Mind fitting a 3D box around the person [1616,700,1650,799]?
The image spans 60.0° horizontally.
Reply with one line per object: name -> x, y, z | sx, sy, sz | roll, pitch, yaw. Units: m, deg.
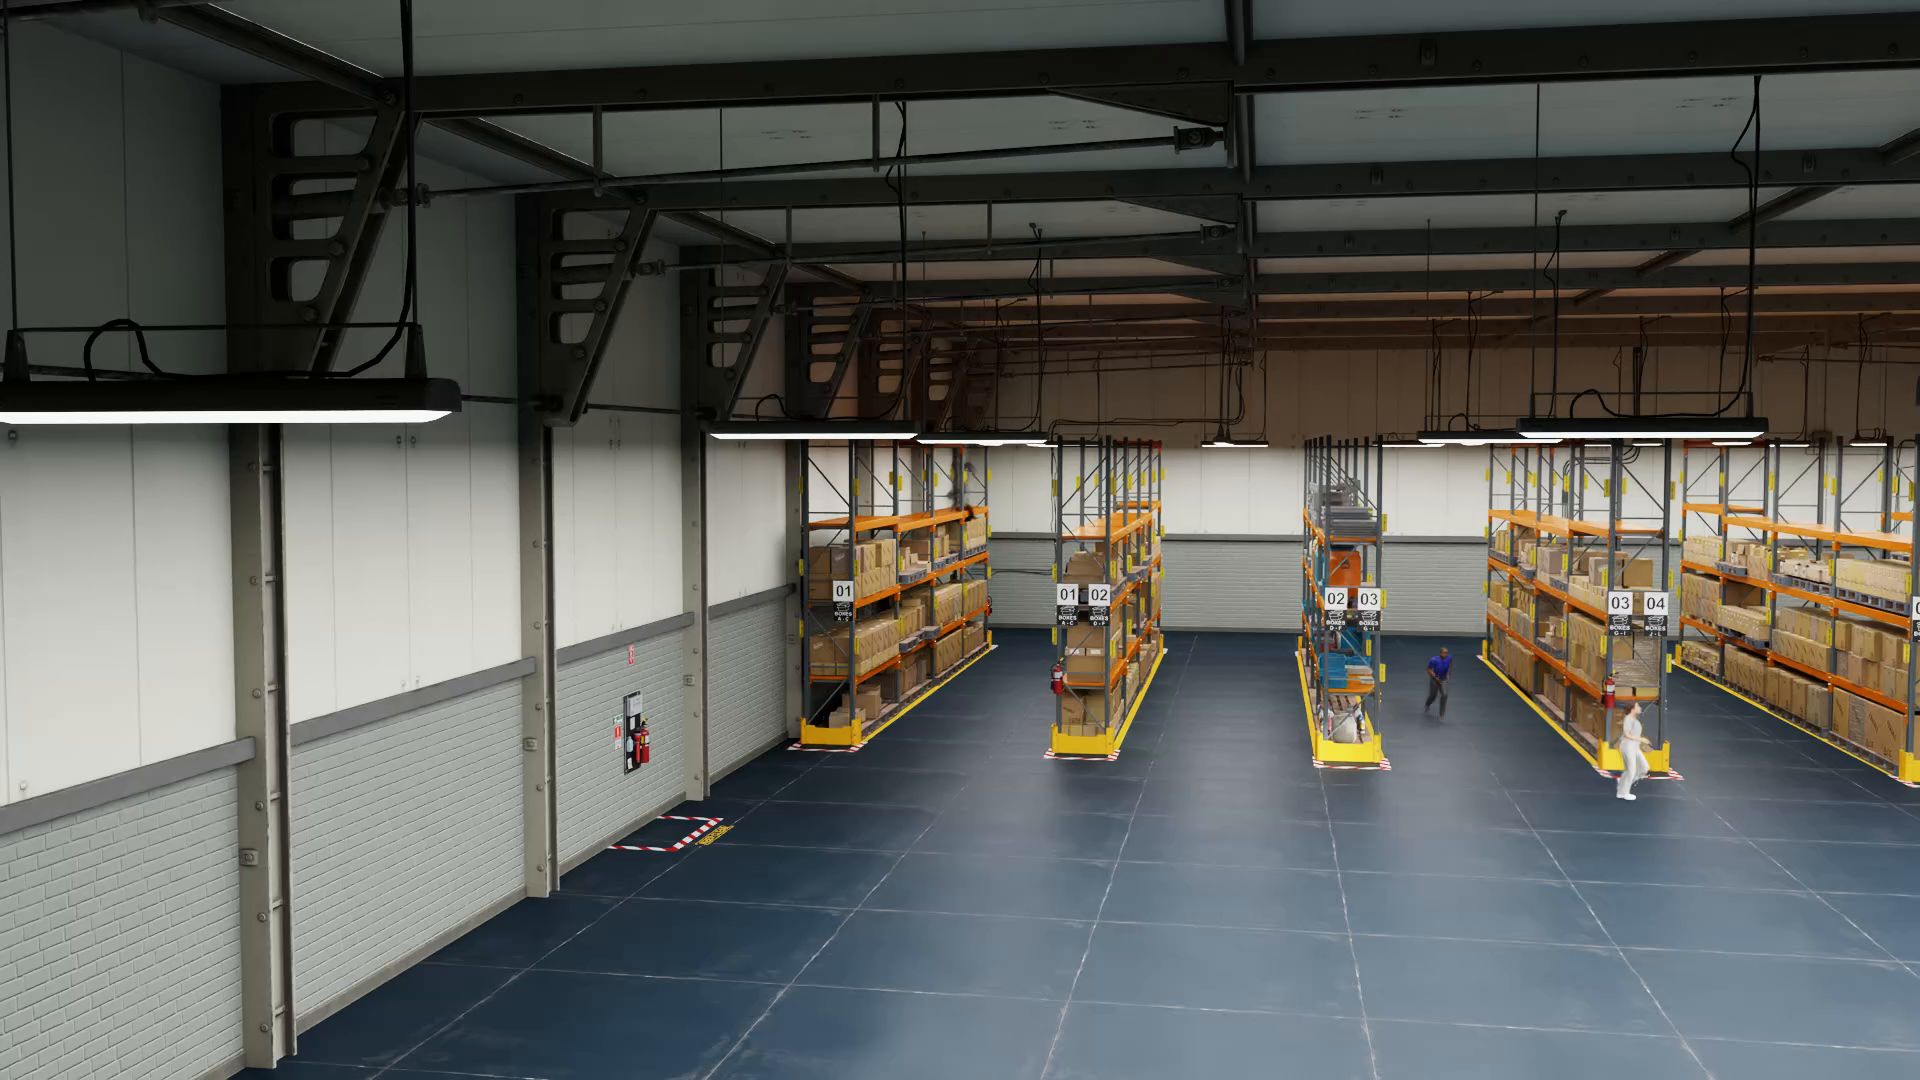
person -> 11.007, 3.430, 27.165 | 0.558, 1.638, 0.548 | 2, 4, 37

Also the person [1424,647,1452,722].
person -> 10.175, 3.038, 35.480 | 0.610, 1.616, 0.976 | -1, 3, -10
